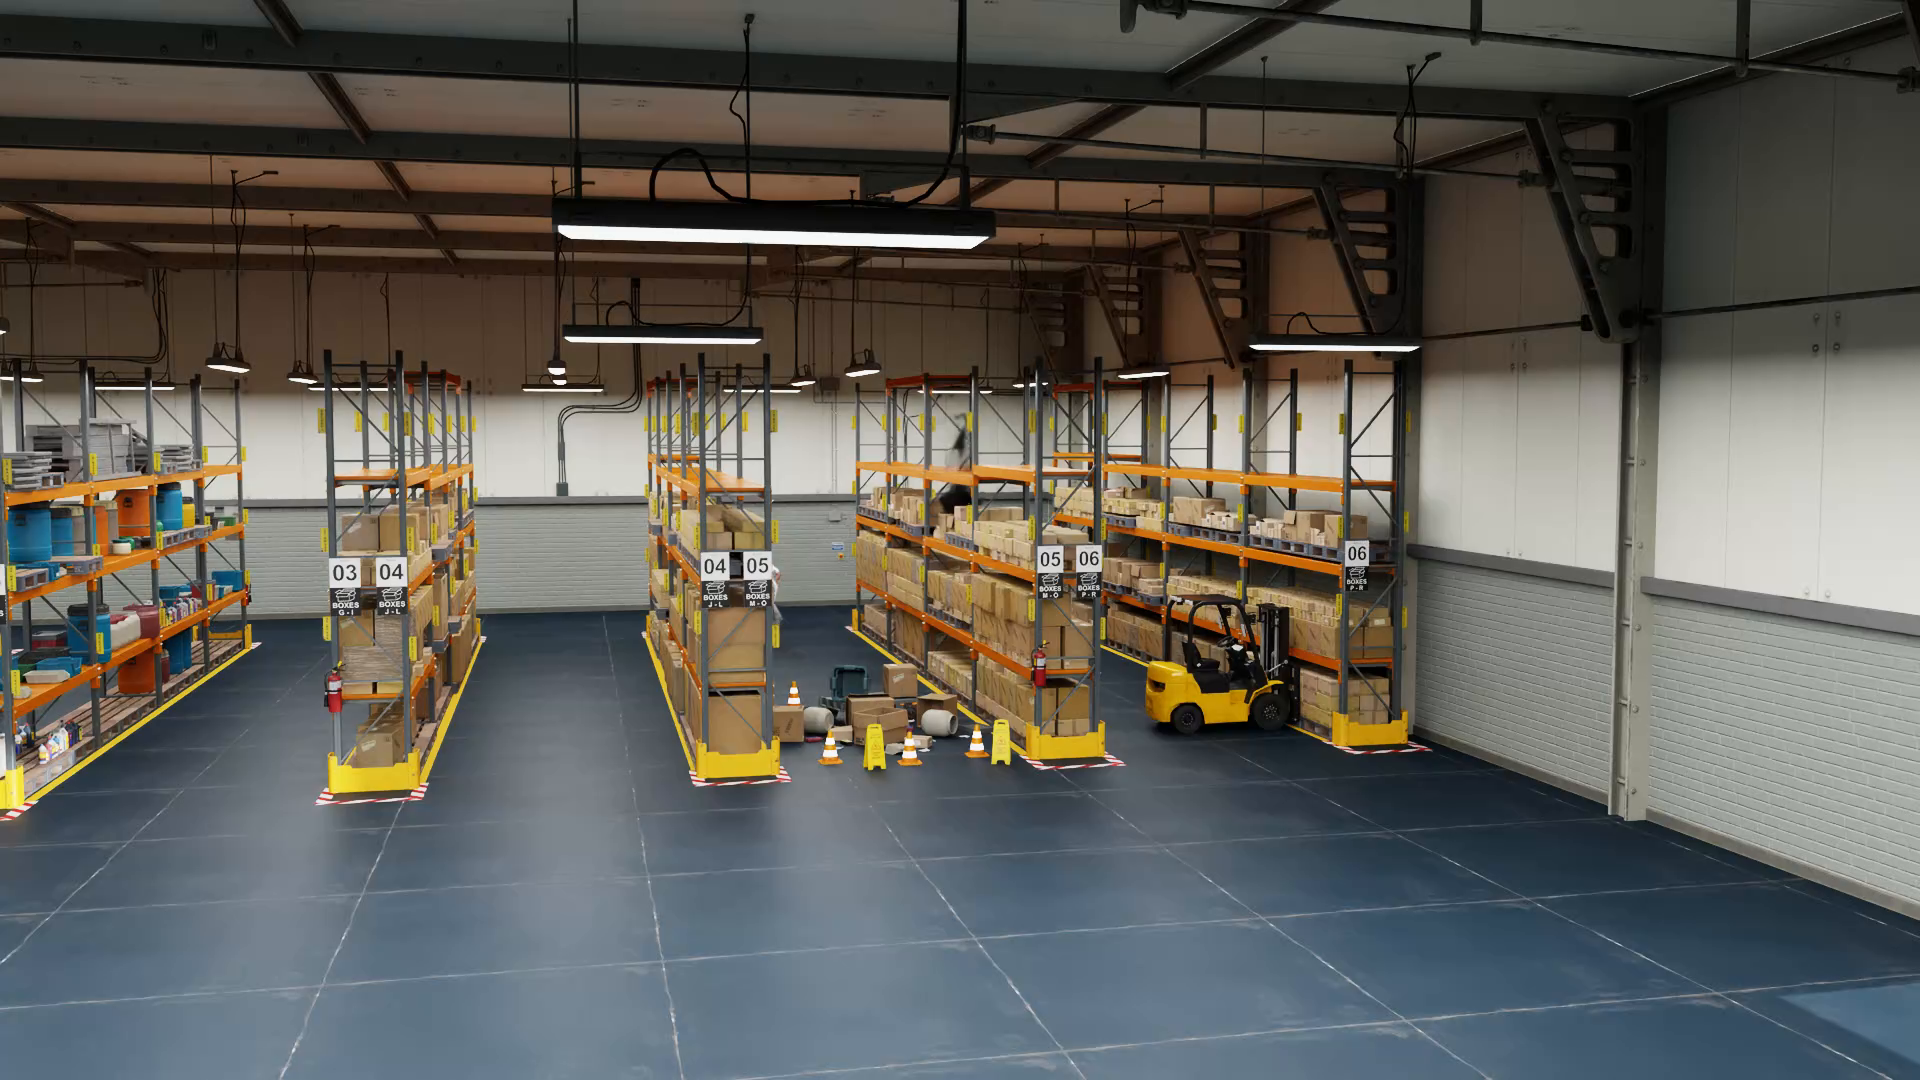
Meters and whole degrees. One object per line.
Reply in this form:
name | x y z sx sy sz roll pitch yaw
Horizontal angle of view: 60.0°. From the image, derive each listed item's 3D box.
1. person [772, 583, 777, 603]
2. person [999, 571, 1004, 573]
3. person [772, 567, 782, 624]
person | -4.583 1.510 38.737 0.622 1.753 0.820 -1 4 -19
person | 0.995 1.494 38.493 0.572 1.708 0.874 -2 5 -28
person | -4.835 1.247 41.096 0.872 1.823 0.649 -2 4 -24
